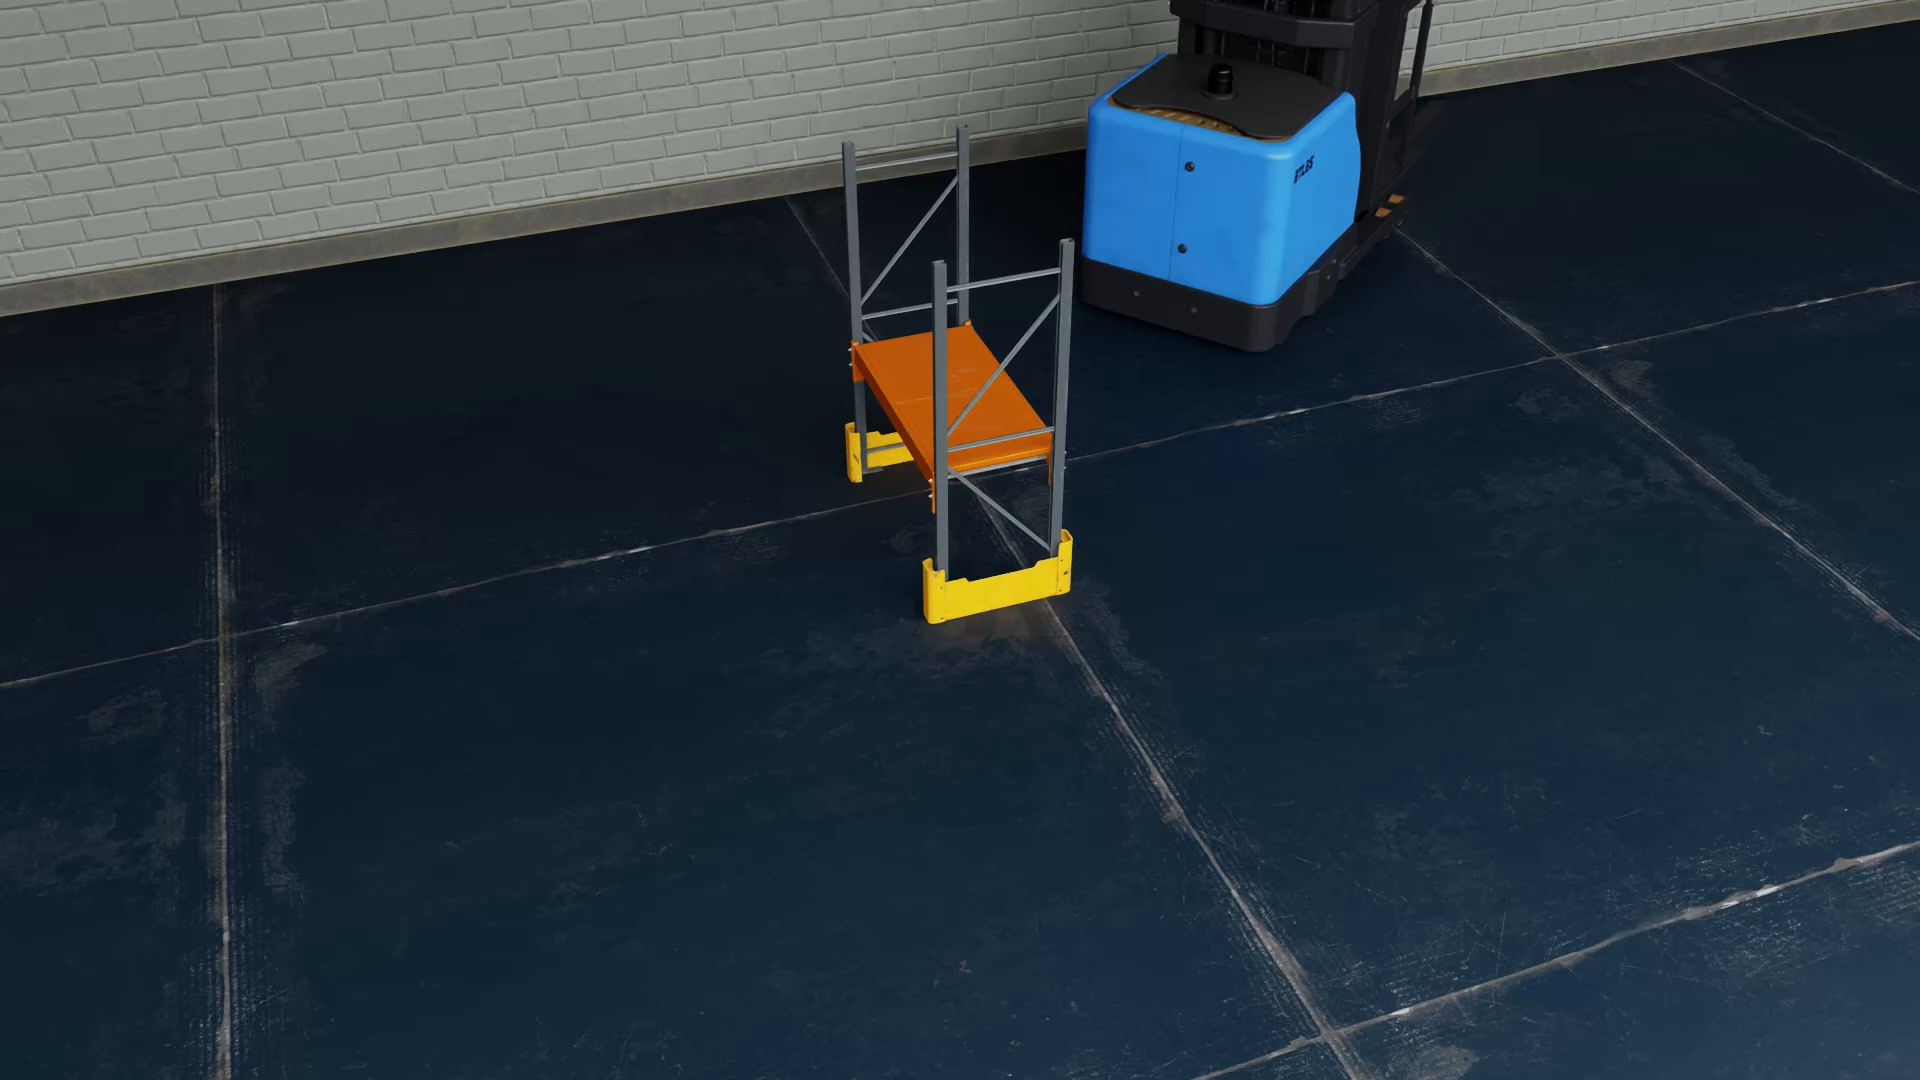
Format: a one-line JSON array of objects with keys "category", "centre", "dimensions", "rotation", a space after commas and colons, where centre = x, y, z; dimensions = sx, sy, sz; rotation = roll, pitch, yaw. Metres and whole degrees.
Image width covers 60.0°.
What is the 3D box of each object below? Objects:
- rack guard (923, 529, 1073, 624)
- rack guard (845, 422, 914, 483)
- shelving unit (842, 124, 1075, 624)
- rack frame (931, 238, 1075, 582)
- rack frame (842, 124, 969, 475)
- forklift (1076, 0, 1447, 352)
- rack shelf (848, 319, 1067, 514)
[{"category": "rack guard", "centre": [0.145, 0.138, 6.358], "dimensions": [0.587, 0.250, 0.087], "rotation": [-12, 39, -16]}, {"category": "rack guard", "centre": [-0.198, -0.424, 7.105], "dimensions": [0.587, 0.250, 0.087], "rotation": [-12, 39, -16]}, {"category": "shelving unit", "centre": [-0.026, -0.642, 6.356], "dimensions": [0.587, 1.500, 1.083], "rotation": [-12, 39, -16]}, {"category": "rack frame", "centre": [0.146, -0.360, 5.981], "dimensions": [0.500, 1.500, 0.032], "rotation": [-12, 39, -16]}, {"category": "rack frame", "centre": [-0.204, -0.934, 6.744], "dimensions": [0.500, 1.500, 0.032], "rotation": [-12, 39, -16]}, {"category": "forklift", "centre": [1.783, -2.911, 8.178], "dimensions": [1.130, 2.935, 3.031], "rotation": [21, 42, 25]}, {"category": "rack shelf", "centre": [-0.029, -0.504, 6.471], "dimensions": [0.538, 0.185, 1.000], "rotation": [-12, 39, -16]}]
